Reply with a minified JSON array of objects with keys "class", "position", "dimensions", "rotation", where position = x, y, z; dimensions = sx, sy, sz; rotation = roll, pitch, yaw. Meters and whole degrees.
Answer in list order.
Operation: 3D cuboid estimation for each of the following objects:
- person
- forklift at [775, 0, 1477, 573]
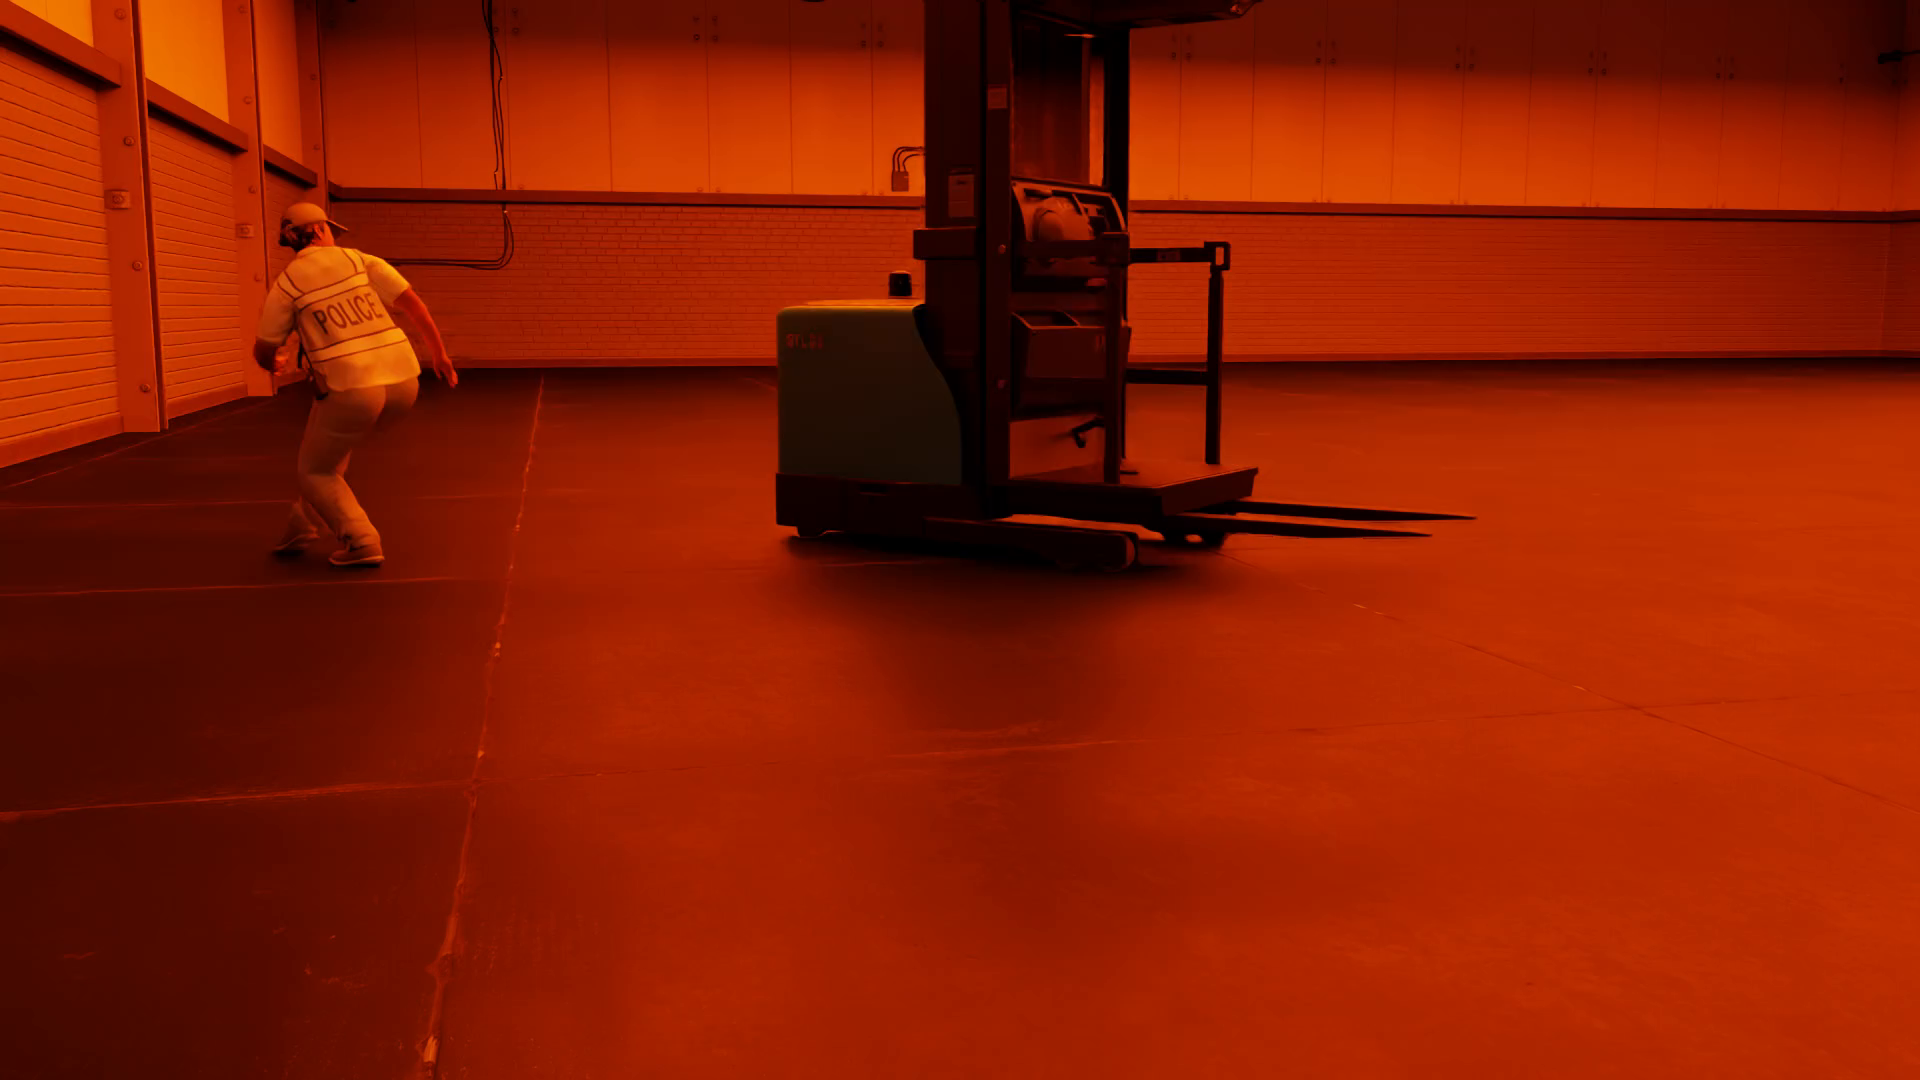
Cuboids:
[{"class":"person","position":[-2.635,-0.665,7.111],"dimensions":[0.755,1.514,0.706],"rotation":[6,10,38]},{"class":"forklift","position":[0.660,-1.402,7.148],"dimensions":[3.031,2.935,1.130],"rotation":[5,9,32]}]
